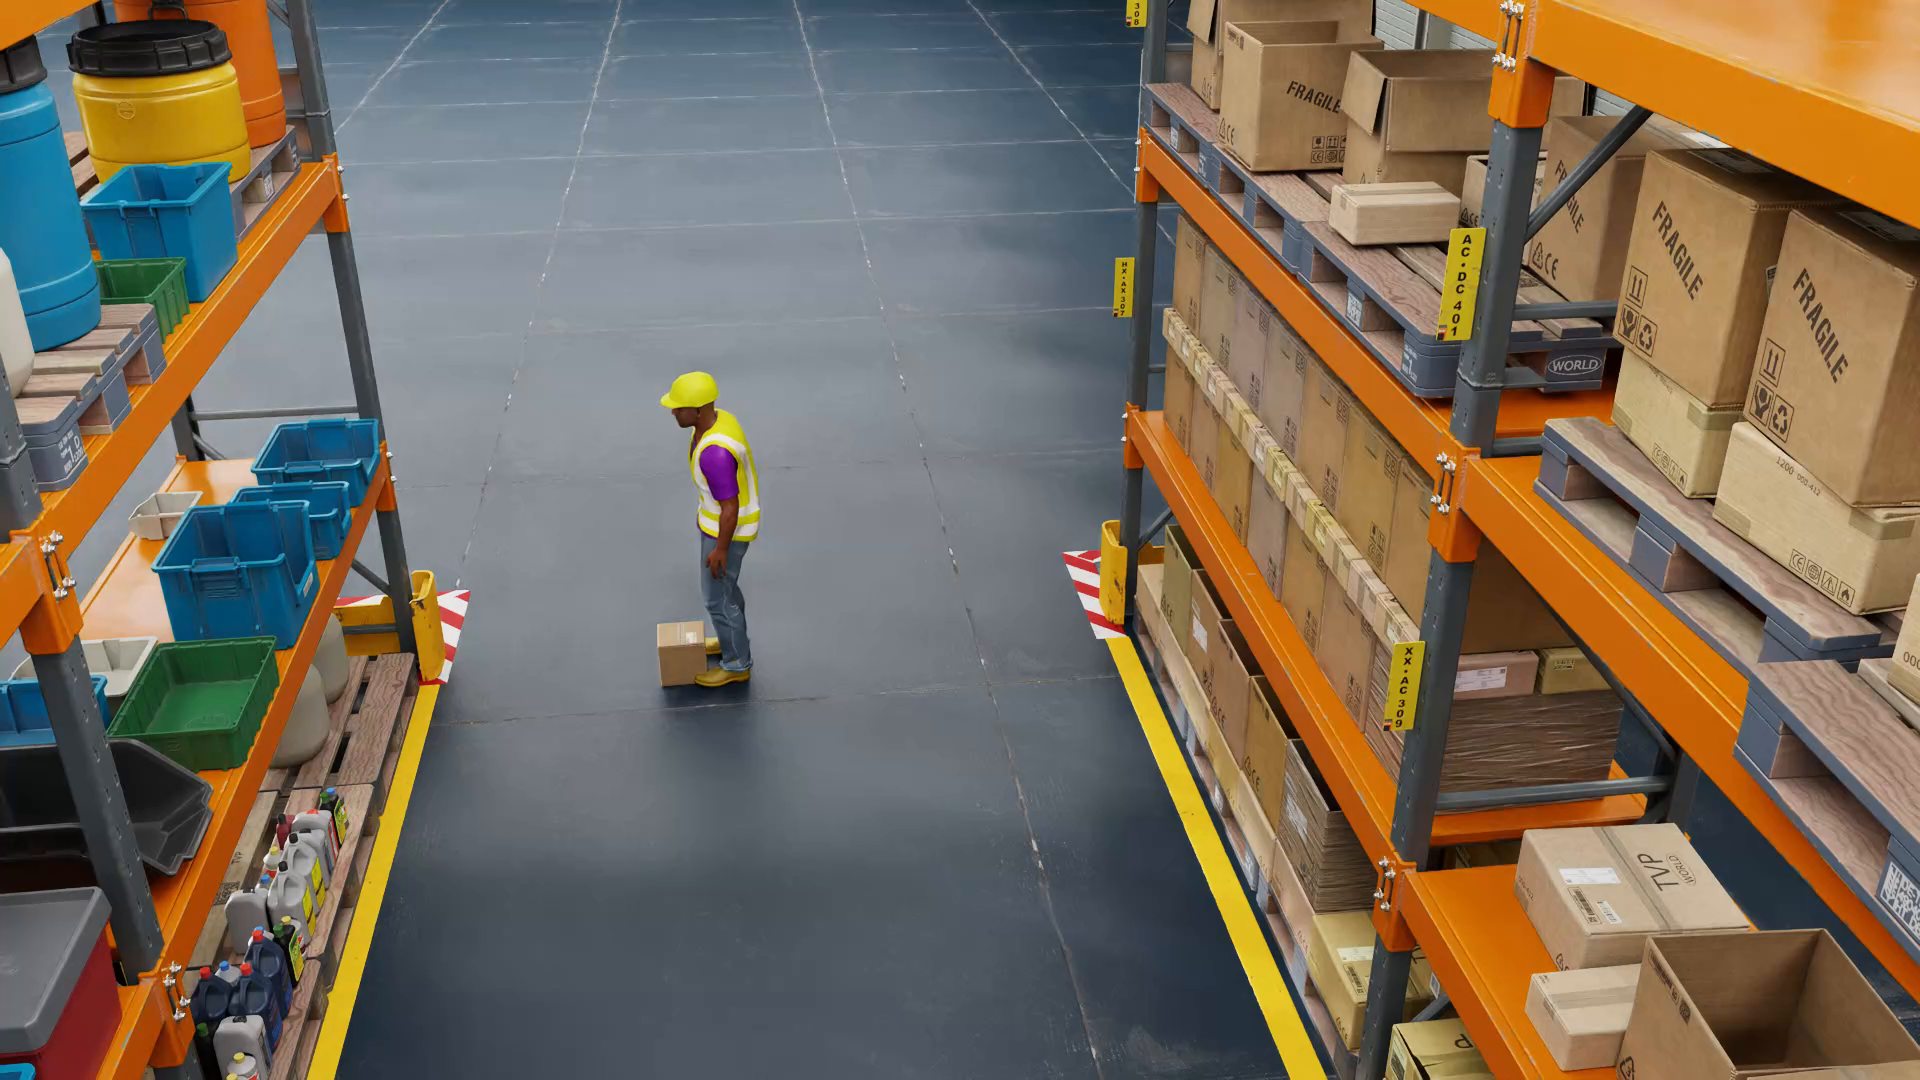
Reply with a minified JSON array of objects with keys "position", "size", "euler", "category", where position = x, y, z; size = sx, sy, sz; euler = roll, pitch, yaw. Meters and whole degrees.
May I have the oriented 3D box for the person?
[{"position":[-1.280,-0.068,8.732],"size":[0.458,1.760,0.634],"euler":[-5,27,-10],"category":"person"}]
